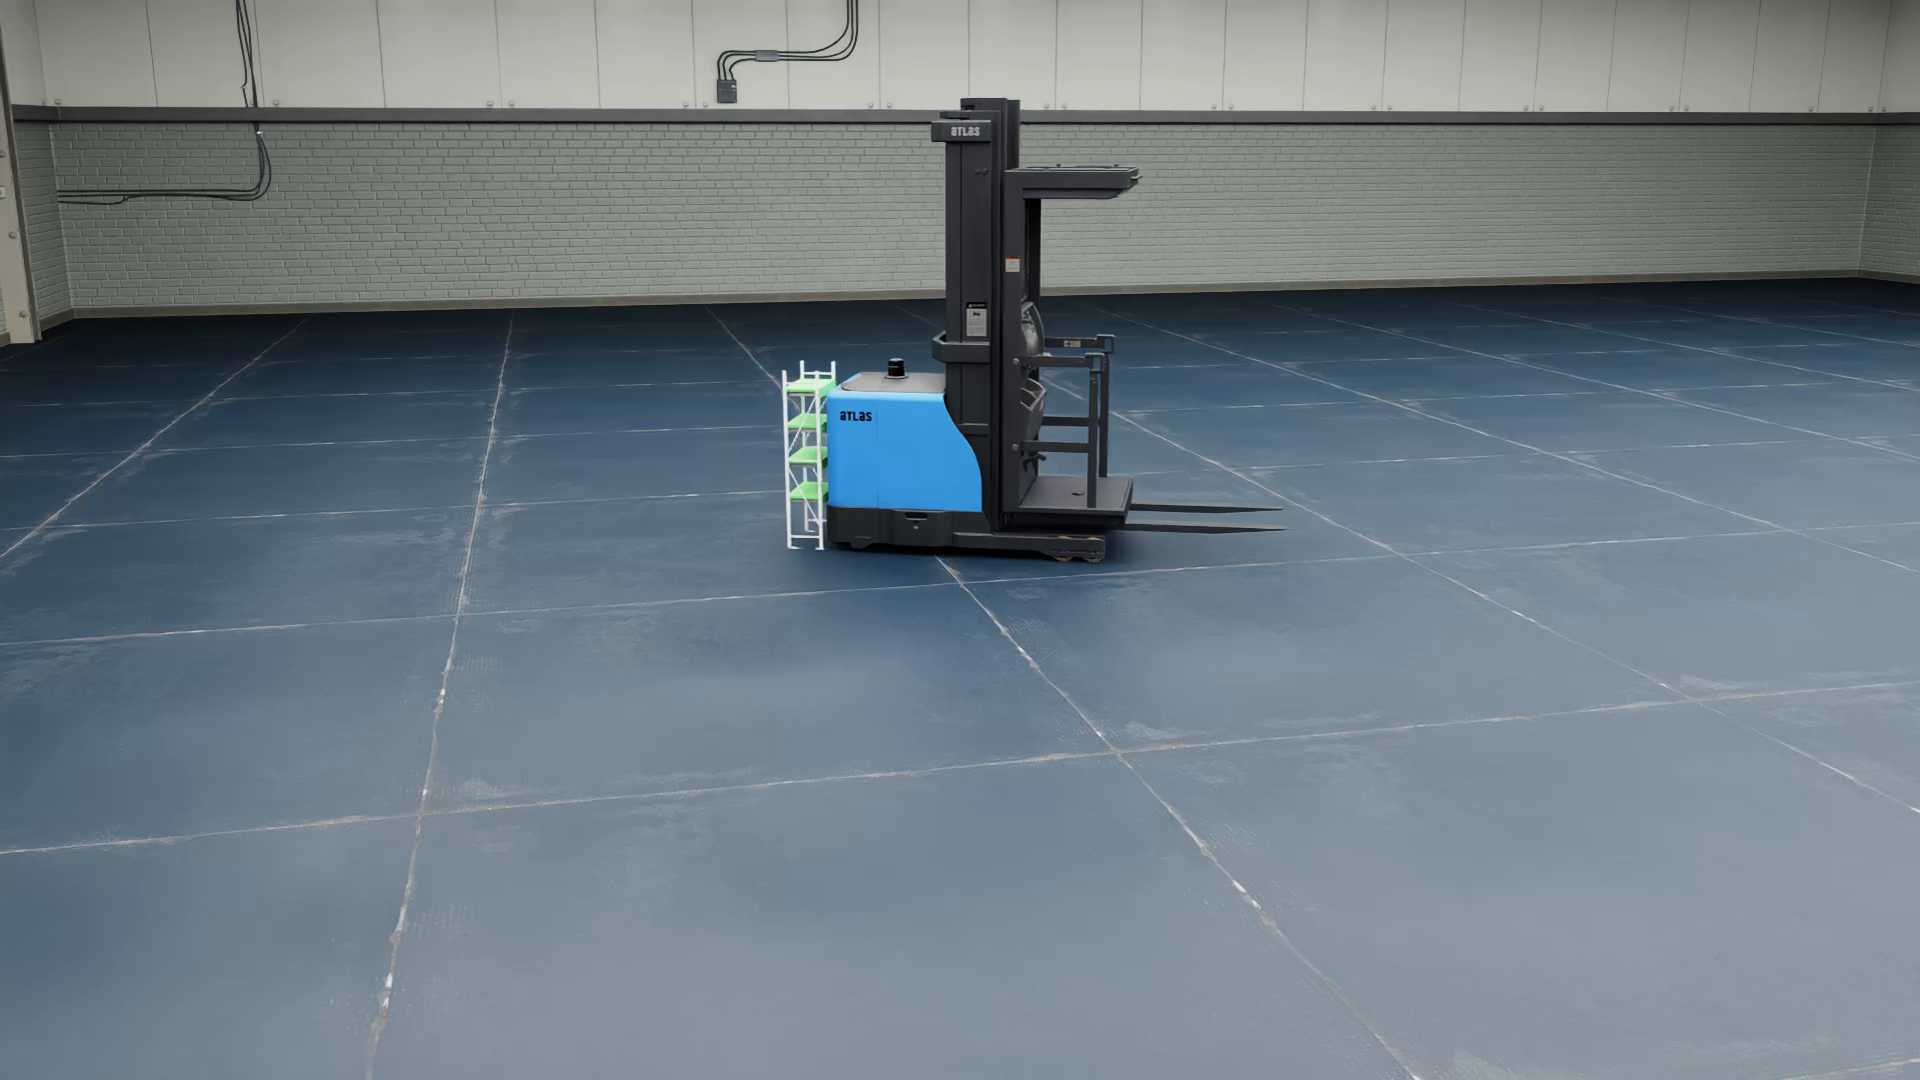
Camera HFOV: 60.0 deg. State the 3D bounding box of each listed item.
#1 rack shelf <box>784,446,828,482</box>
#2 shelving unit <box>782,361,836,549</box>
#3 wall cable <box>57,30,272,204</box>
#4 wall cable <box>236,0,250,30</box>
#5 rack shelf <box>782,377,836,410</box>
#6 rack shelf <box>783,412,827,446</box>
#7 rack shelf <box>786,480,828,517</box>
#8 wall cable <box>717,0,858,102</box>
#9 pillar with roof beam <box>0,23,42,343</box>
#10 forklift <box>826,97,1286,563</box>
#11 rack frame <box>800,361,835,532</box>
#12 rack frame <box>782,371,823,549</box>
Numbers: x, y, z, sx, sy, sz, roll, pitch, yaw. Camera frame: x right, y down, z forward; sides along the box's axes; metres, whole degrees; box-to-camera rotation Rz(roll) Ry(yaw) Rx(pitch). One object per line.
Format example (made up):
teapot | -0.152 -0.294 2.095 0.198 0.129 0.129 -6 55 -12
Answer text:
rack shelf | -1.006 -0.520 11.294 0.258 0.148 0.480 2 14 8
shelving unit | -1.007 -0.582 11.278 0.258 1.200 0.503 2 14 8
wall cable | -11.982 -6.290 24.753 3.097 2.526 0.112 -3 14 -13
wall cable | -9.352 -8.894 24.771 3.097 2.526 0.112 -3 14 -13
rack shelf | -1.009 -0.987 11.180 0.258 0.148 0.480 2 14 8
rack shelf | -1.008 -0.753 11.237 0.258 0.148 0.480 2 14 8
rack shelf | -1.005 -0.287 11.350 0.258 0.148 0.480 2 14 8
wall cable | -2.750 -9.976 26.132 2.305 6.003 0.169 -3 14 -13
pillar with roof beam | -8.391 -7.285 22.283 9.100 9.000 0.400 -3 14 -13
forklift | 0.669 -1.412 11.030 3.031 2.935 1.130 2 14 9
rack frame | -0.971 -0.640 11.513 0.240 1.200 0.015 2 14 8
rack frame | -1.043 -0.525 11.044 0.240 1.200 0.015 2 14 8
